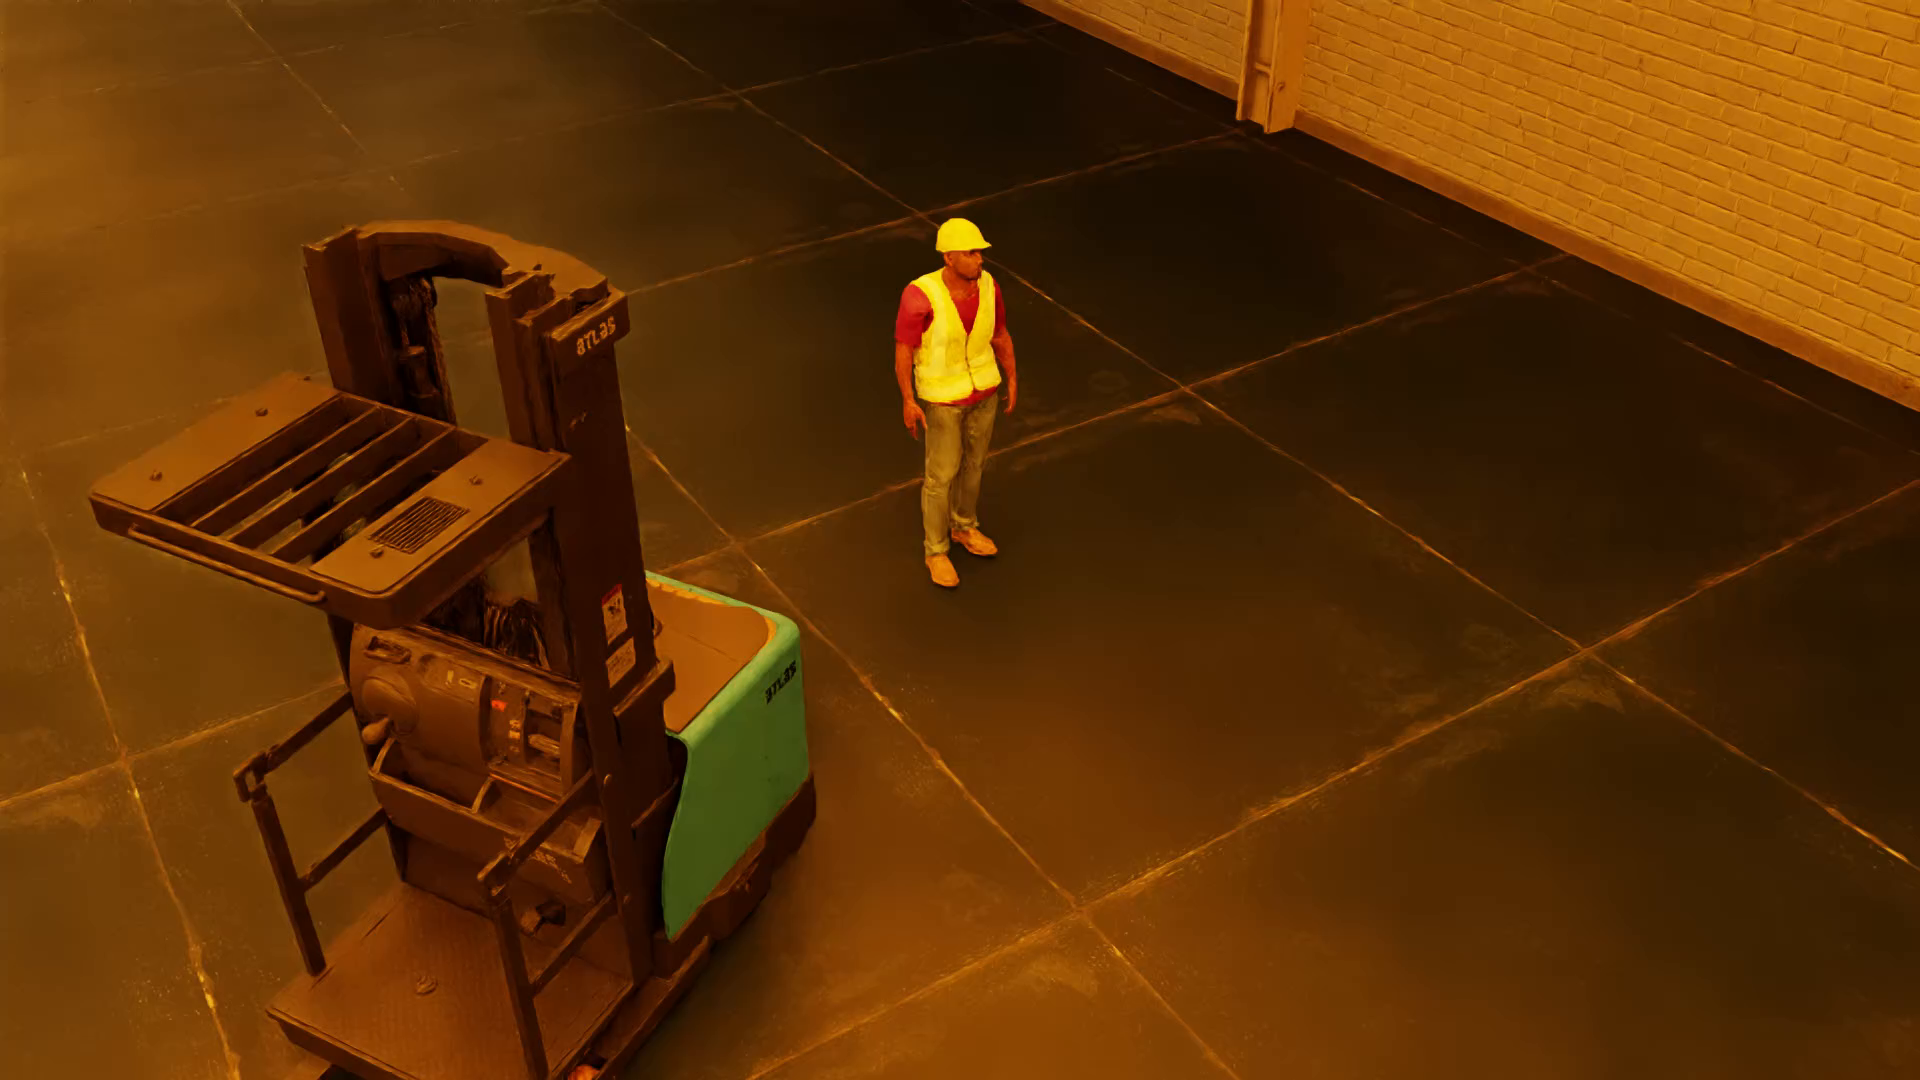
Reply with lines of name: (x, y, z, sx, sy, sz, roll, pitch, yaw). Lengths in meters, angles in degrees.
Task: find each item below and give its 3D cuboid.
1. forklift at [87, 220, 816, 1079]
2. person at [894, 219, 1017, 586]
forklift: (-1.719, 0.614, 5.273, 1.130, 2.935, 3.031, 16, 38, 22)
person: (0.033, -0.693, 8.135, 0.665, 1.766, 0.576, -21, 40, -27)
